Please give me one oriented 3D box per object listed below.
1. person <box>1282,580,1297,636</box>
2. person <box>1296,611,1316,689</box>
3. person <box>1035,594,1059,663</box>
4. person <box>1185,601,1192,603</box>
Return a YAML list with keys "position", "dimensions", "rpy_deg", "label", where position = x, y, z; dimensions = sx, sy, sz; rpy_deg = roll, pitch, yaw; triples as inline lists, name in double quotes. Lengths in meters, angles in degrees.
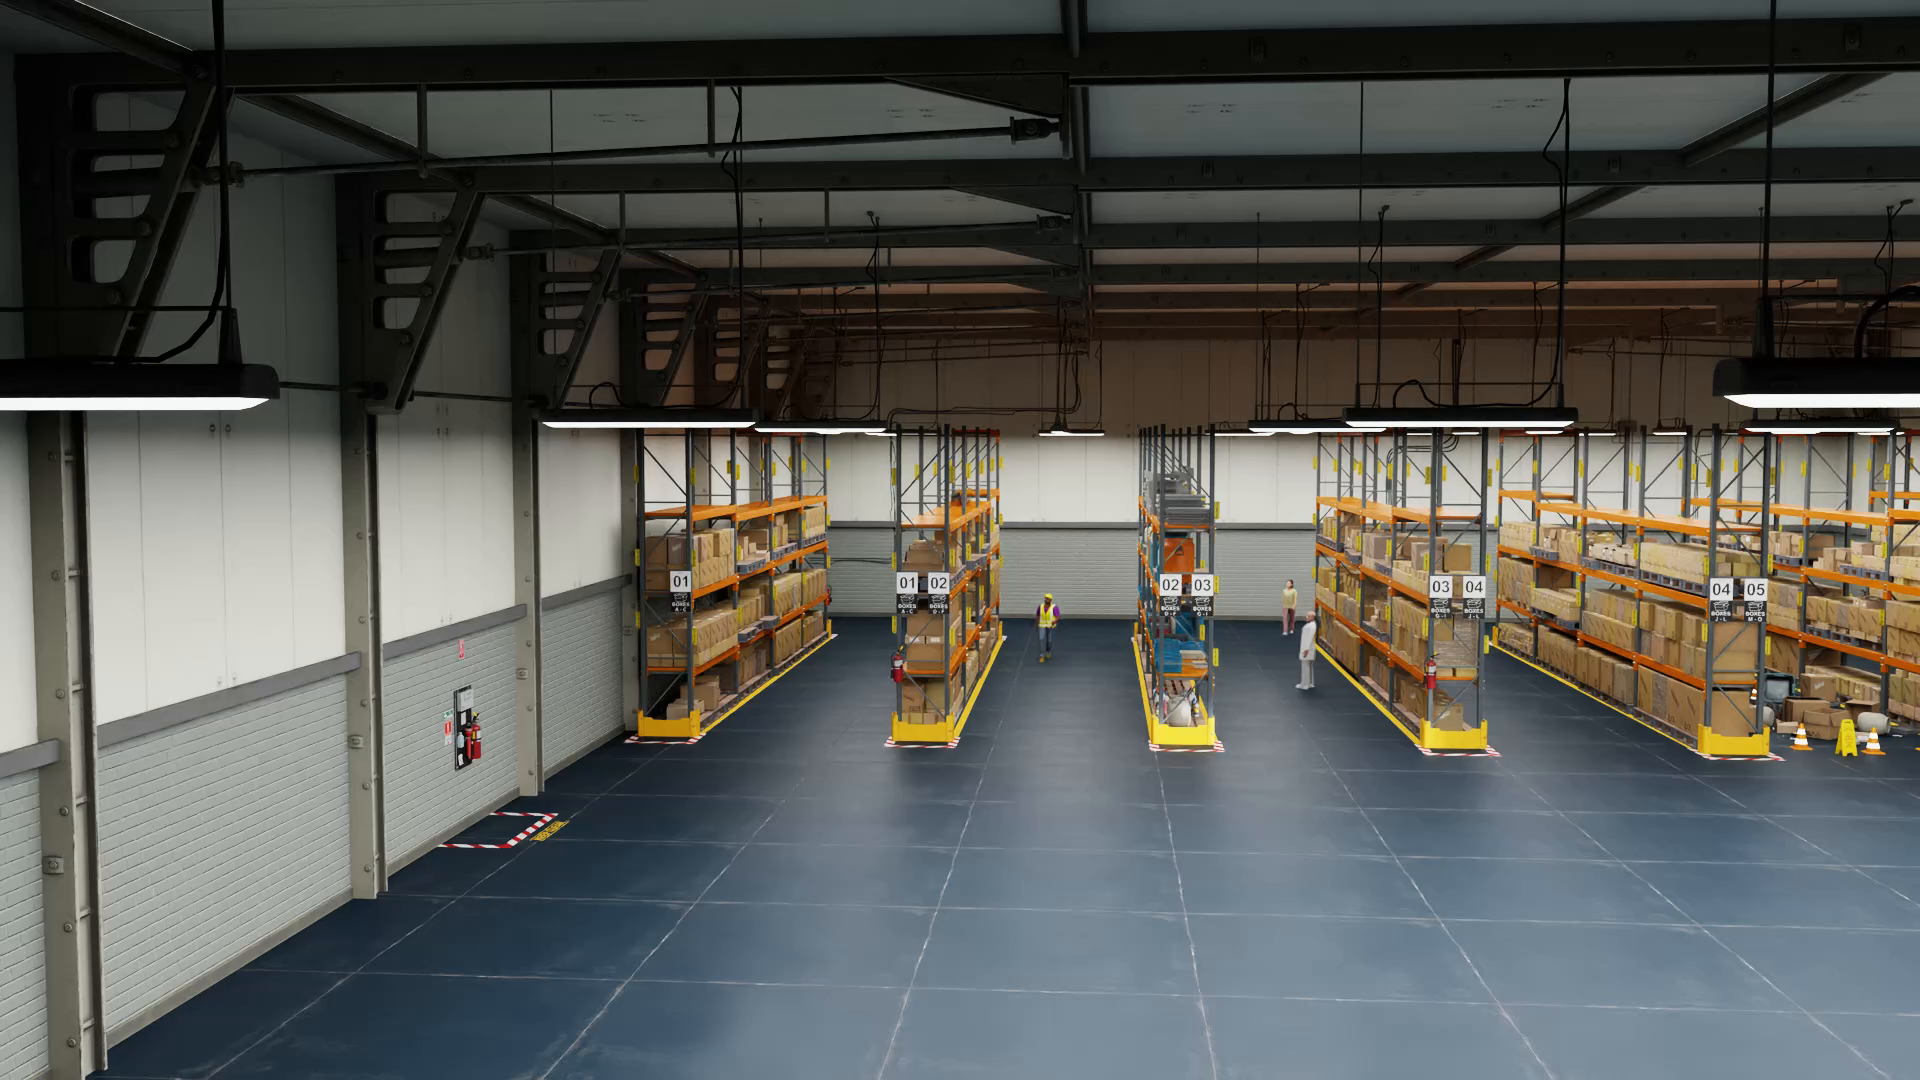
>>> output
- position: [9.567, 1.961, 48.261]
  dimensions: [0.435, 1.616, 1.042]
  rpy_deg: [1, 4, 10]
  label: "person"
- position: [7.949, 2.522, 38.095]
  dimensions: [0.465, 1.784, 0.599]
  rpy_deg: [2, 4, 24]
  label: "person"
- position: [2.251, 2.259, 42.943]
  dimensions: [0.638, 1.746, 0.994]
  rpy_deg: [0, 3, 6]
  label: "person"
- position: [6.820, 1.838, 49.866]
  dimensions: [0.738, 1.731, 1.037]
  rpy_deg: [-2, 4, -35]
  label: "person"
